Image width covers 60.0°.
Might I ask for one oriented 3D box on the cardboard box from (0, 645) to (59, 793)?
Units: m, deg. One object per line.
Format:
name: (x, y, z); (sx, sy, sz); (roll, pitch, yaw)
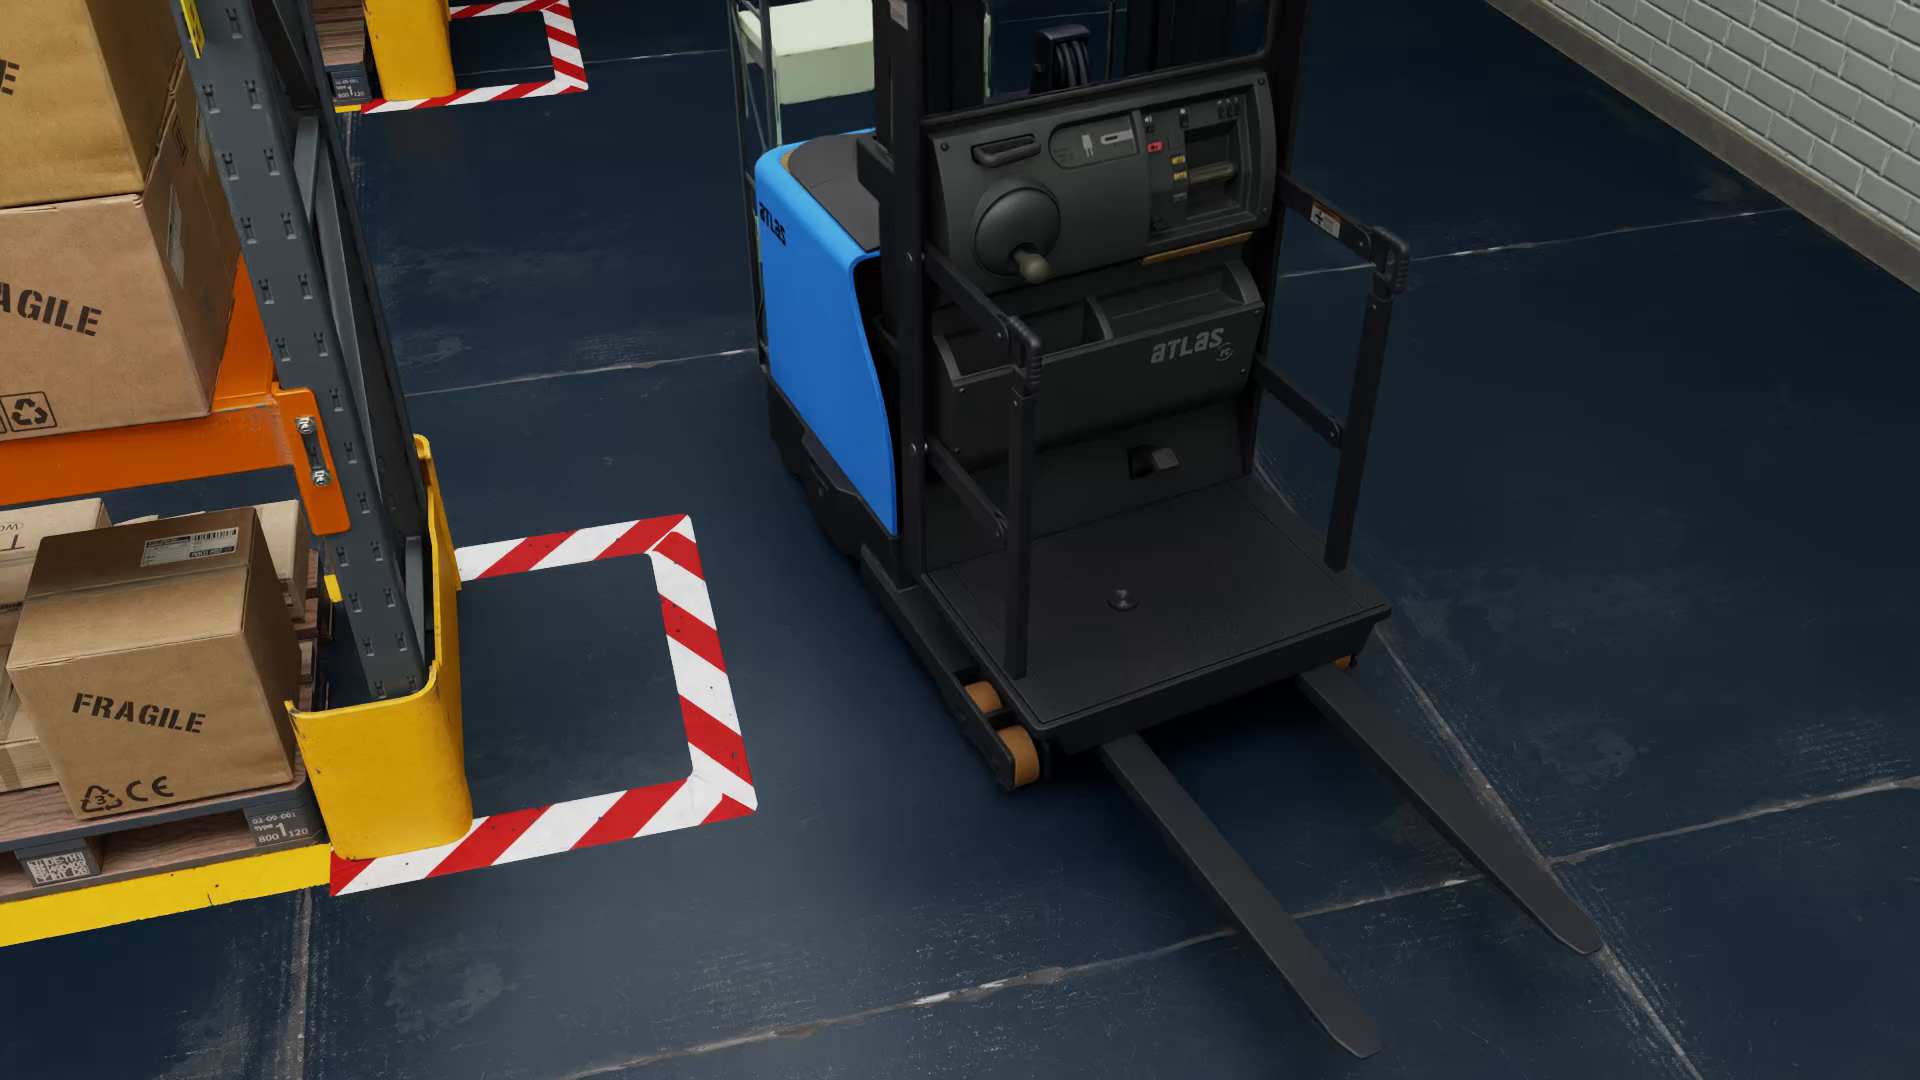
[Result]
cardboard box: (-2.364, 0.439, 4.178); (0.250, 0.166, 0.380); (-9, 38, -12)

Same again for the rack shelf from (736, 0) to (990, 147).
rack shelf: (-0.317, -1.531, 5.375); (0.720, 0.370, 0.431); (-15, 40, -18)

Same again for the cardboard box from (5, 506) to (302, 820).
cardboard box: (-1.949, 0.295, 4.091); (0.500, 0.500, 0.500); (-9, 38, -12)

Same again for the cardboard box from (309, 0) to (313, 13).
cardboard box: (-3.433, -2.663, 7.975); (0.500, 0.500, 0.700); (-9, 38, -12)

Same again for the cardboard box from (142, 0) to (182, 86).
cardboard box: (-1.986, -1.275, 3.543); (0.500, 0.500, 0.500); (-8, 38, -11)

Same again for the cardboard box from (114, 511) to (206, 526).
cardboard box: (-2.224, 0.101, 4.619); (0.250, 0.166, 0.380); (-9, 38, -12)

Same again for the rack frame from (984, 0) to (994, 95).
rack frame: (0.020, -1.309, 5.726); (0.023, 1.500, 0.400); (-15, 40, -18)

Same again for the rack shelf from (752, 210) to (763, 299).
rack shelf: (-0.317, -0.963, 5.810); (0.720, 0.370, 0.431); (-15, 40, -18)

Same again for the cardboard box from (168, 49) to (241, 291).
cardboard box: (-1.986, -0.878, 3.847); (0.500, 0.500, 0.500); (-9, 38, -11)

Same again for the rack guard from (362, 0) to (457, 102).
rack guard: (-2.761, -2.670, 8.329); (0.348, 0.500, 1.175); (-9, 38, -12)

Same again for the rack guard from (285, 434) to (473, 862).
rack guard: (-1.562, 0.251, 4.511); (0.348, 0.500, 1.175); (-9, 38, -12)

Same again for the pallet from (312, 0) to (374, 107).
pallet: (-3.535, -2.379, 8.186); (1.213, 0.211, 1.003); (-9, 38, -12)

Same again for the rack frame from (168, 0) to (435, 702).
rack frame: (-1.489, -0.754, 3.767); (0.127, 3.000, 1.000); (-9, 38, -12)

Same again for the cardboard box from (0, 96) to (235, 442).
cardboard box: (-1.850, -0.563, 3.435); (0.500, 0.500, 0.500); (-8, 38, -11)

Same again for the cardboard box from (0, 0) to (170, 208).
cardboard box: (-1.847, -0.959, 3.130); (0.500, 0.500, 0.500); (-10, 38, -12)

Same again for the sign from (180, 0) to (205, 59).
sign: (-1.363, -1.011, 2.889); (0.005, 0.325, 0.100); (-9, 38, -12)

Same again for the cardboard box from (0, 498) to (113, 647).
cardboard box: (-2.570, 0.162, 4.470); (0.500, 0.250, 0.500); (-9, 38, -12)

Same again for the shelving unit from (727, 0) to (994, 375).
shelving unit: (-0.317, -1.222, 5.612); (0.755, 1.500, 0.431); (-15, 40, -18)

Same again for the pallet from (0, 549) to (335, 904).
pallet: (-2.331, 0.493, 4.433); (1.213, 0.211, 1.003); (-9, 38, -12)

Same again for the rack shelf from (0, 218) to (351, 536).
rack shelf: (-3.419, -0.151, 3.571); (4.000, 0.370, 1.077); (-9, 38, -12)

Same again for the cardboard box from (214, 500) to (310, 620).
cardboard box: (-1.983, 0.068, 4.676); (0.250, 0.149, 0.380); (-9, 38, -12)

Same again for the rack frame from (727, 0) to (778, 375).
rack frame: (-0.654, -1.134, 5.498); (0.023, 1.500, 0.400); (-15, 40, -18)

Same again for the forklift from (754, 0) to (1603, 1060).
forklift: (0.466, -0.818, 3.907); (1.130, 2.935, 3.031); (-17, 40, -21)
